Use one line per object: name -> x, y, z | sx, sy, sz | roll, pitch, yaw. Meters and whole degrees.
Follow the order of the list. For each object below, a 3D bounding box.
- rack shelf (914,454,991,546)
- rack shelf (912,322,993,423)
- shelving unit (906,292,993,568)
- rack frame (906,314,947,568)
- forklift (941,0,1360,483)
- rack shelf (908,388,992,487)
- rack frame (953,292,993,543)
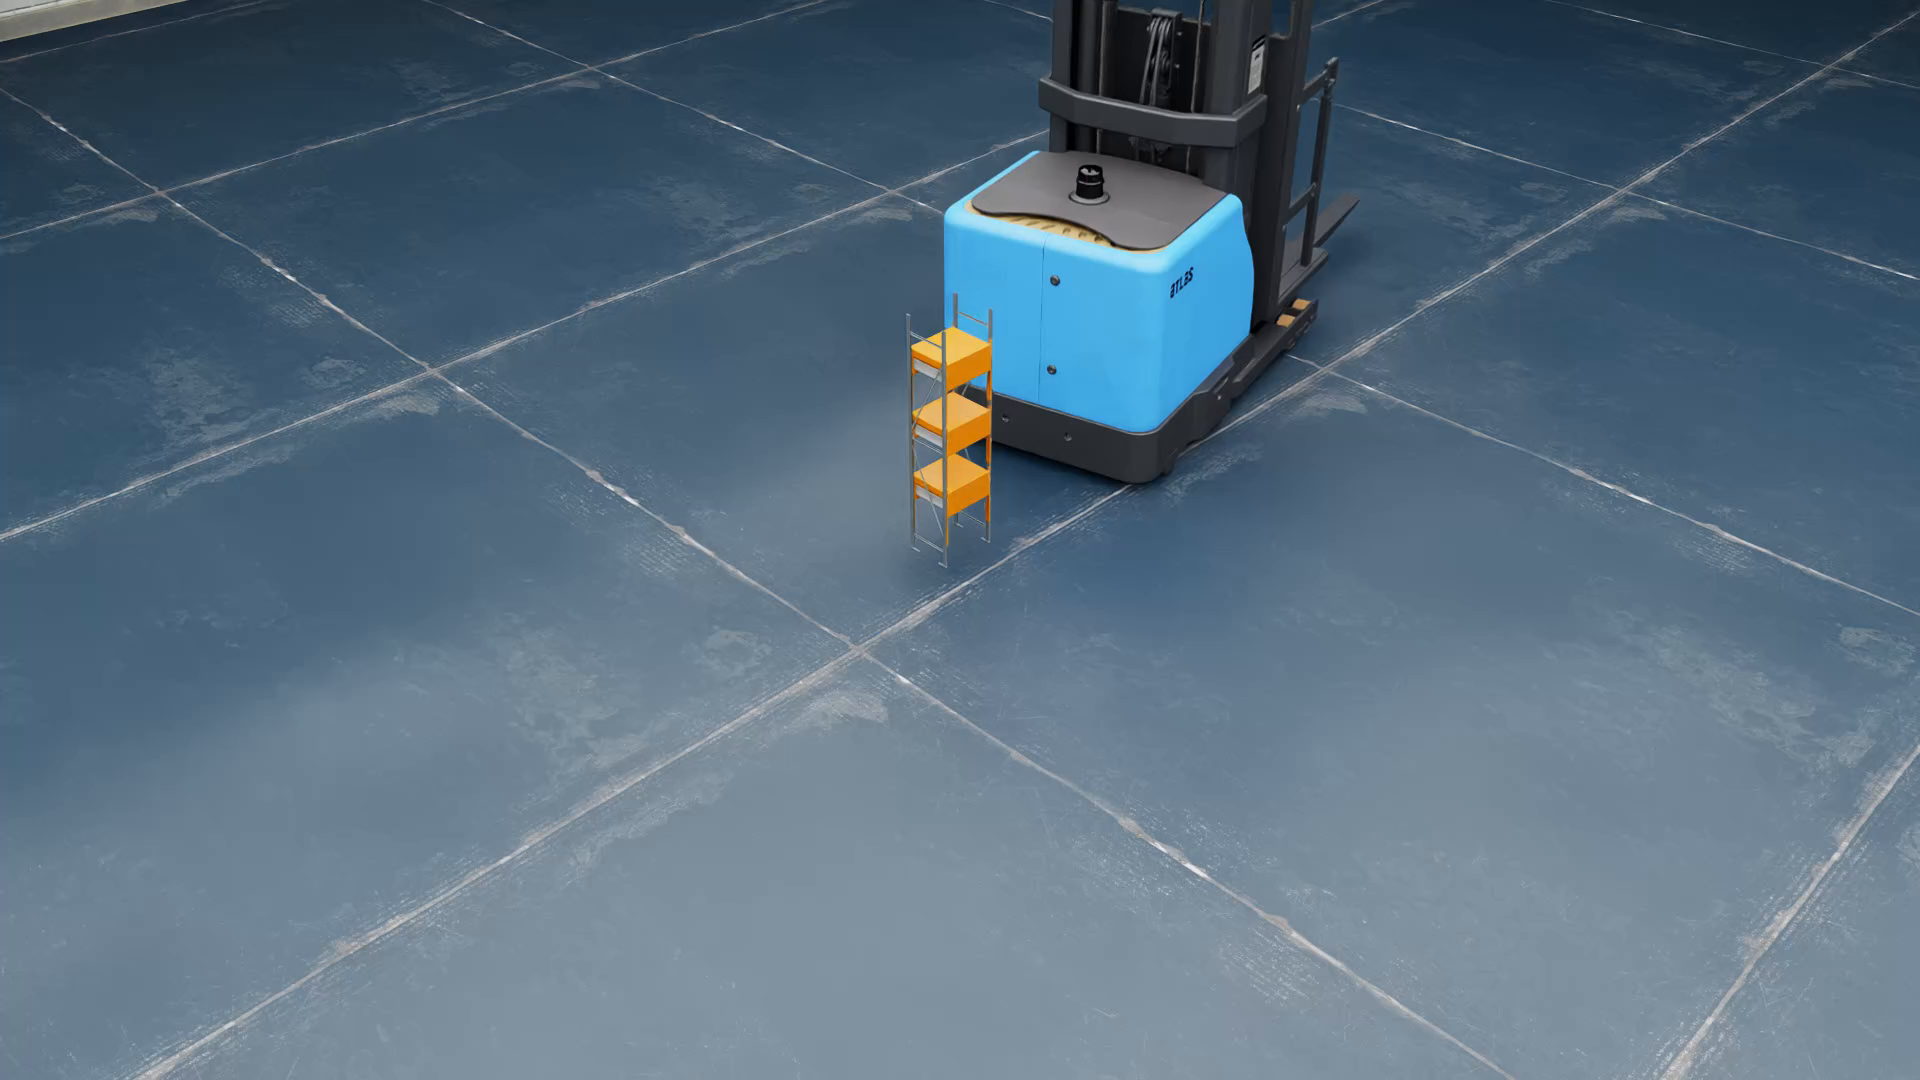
rack shelf -> -0.038, -0.172, 6.584 | 0.215, 0.259, 0.240 | 30, 45, 35
rack shelf -> -0.038, -0.633, 6.262 | 0.215, 0.259, 0.240 | 30, 45, 35
shelving unit -> -0.038, -0.409, 6.419 | 0.215, 1.050, 0.252 | 30, 45, 35
rack frame -> -0.124, -0.359, 6.348 | 0.200, 1.050, 0.008 | 30, 45, 35
forklift -> 1.109, -2.254, 7.420 | 1.130, 2.935, 3.031 | 19, 39, 25
rack shelf -> -0.038, -0.400, 6.425 | 0.215, 0.259, 0.240 | 30, 45, 35
rack frame -> 0.048, -0.458, 6.490 | 0.200, 1.050, 0.008 | 30, 45, 35
